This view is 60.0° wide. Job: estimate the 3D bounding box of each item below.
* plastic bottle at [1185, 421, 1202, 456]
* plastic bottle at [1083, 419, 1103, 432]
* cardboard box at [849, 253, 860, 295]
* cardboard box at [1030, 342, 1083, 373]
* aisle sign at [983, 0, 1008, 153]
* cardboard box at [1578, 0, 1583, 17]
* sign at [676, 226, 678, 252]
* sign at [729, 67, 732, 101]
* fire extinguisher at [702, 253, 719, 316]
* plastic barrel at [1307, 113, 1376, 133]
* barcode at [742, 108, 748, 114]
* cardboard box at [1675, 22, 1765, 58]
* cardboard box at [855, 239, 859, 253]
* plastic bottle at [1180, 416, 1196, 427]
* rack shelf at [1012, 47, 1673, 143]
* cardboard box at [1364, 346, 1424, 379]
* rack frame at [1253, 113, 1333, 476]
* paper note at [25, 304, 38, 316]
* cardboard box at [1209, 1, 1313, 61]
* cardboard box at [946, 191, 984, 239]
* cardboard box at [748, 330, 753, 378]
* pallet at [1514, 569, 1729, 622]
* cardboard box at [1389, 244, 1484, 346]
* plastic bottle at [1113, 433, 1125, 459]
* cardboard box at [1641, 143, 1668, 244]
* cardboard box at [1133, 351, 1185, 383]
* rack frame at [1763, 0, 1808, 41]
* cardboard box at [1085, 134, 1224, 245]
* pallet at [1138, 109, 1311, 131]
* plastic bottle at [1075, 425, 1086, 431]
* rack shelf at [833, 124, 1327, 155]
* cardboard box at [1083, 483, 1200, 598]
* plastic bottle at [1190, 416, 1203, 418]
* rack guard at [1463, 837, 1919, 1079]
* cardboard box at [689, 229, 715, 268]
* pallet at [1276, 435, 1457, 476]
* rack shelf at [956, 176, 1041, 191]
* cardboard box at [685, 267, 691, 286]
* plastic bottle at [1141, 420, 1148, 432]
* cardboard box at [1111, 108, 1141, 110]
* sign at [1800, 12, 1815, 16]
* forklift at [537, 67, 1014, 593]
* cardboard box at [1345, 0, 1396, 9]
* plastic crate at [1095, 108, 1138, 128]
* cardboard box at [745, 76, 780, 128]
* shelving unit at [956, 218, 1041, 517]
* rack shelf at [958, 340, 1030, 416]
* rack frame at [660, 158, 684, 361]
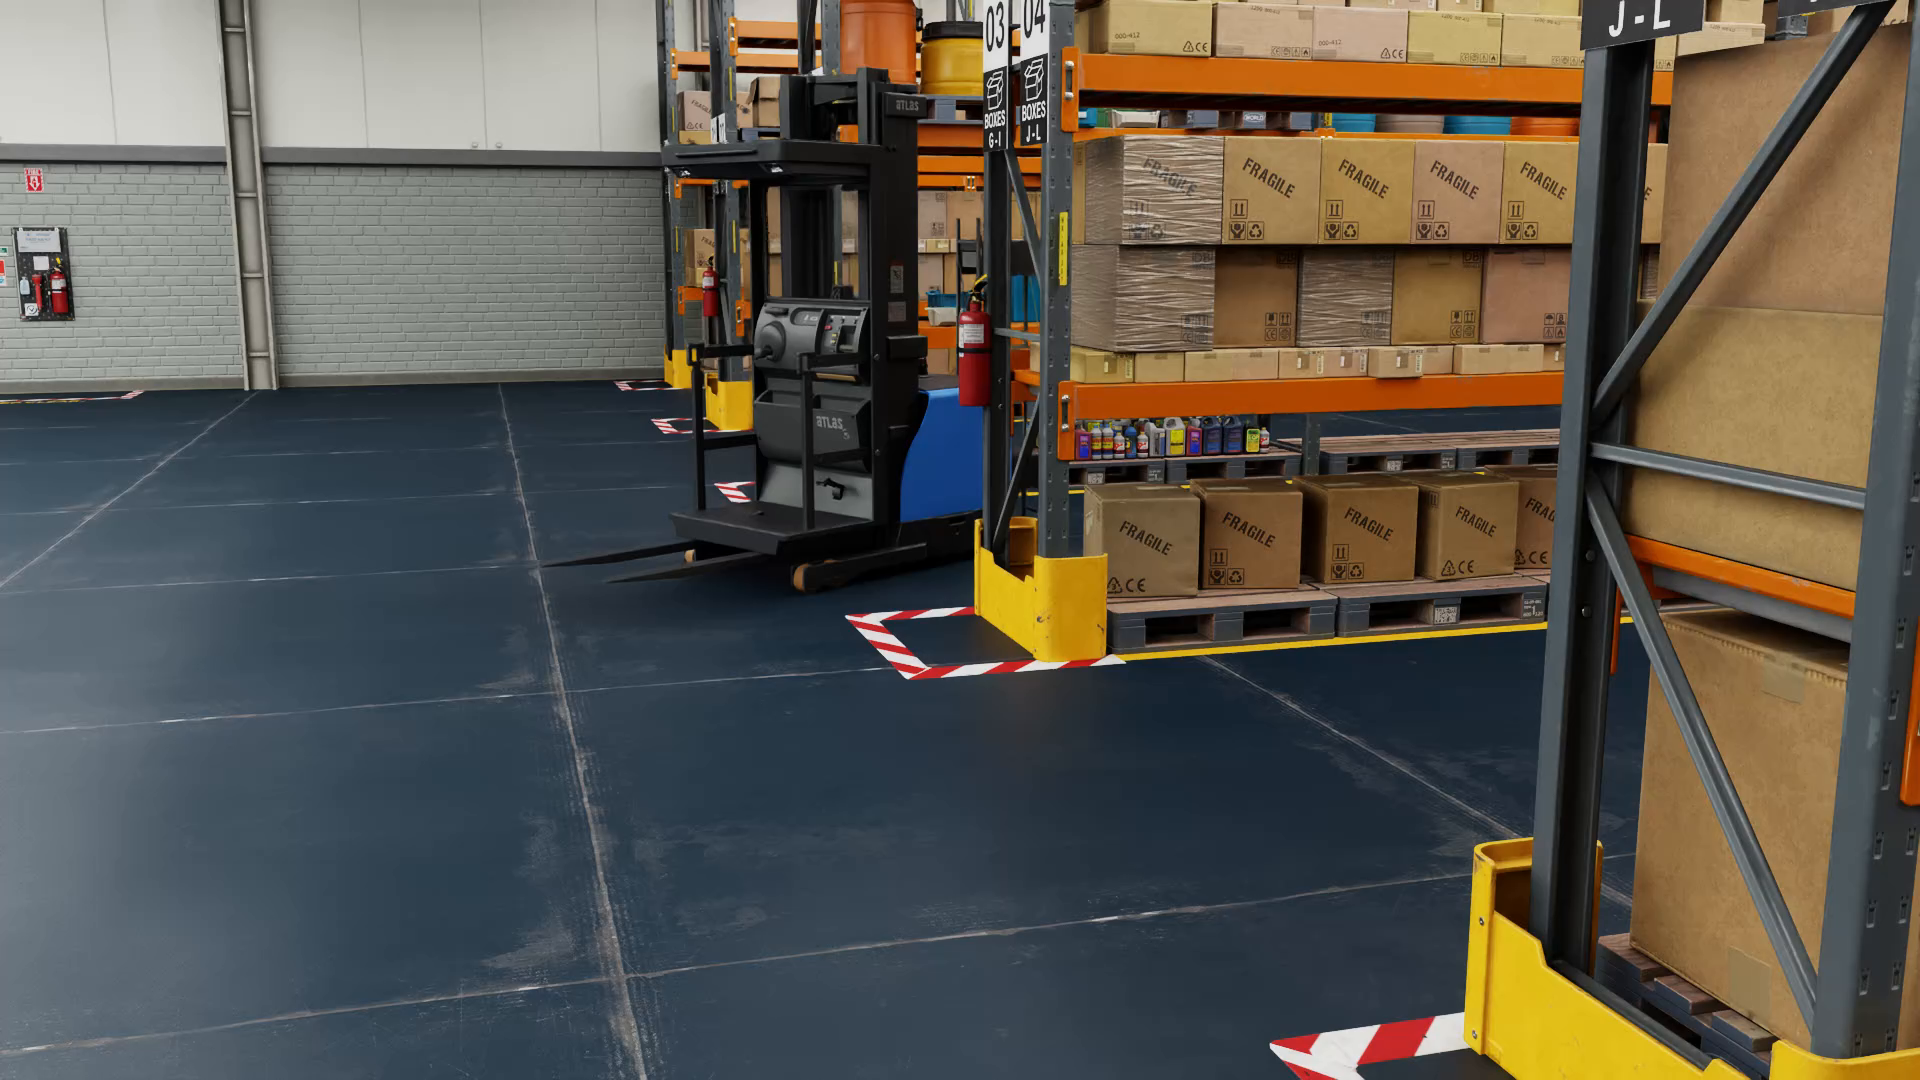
[{"bbox_3d":[1.907,-0.833,13.575,0.133,0.283,0.061,-2,11,-12],"label":"plastic bottle"},{"bbox_3d":[1.115,-0.965,14.105,0.185,0.351,0.144,-3,11,-14],"label":"plastic bottle"},{"bbox_3d":[-1.015,-2.842,17.921,0.500,0.500,0.700,-3,11,-16],"label":"cardboard box"},{"bbox_3d":[0.534,-0.924,8.474,0.250,0.149,0.380,-3,11,-16],"label":"cardboard box"},{"bbox_3d":[0.174,-2.325,8.209,0.004,0.787,0.394,-3,11,-16],"label":"aisle sign"},{"bbox_3d":[3.170,-2.687,8.384,0.250,0.149,0.380,-3,11,-18],"label":"cardboard box"},{"bbox_3d":[-3.684,-3.912,21.620,0.005,0.325,0.100,-3,11,-16],"label":"sign"},{"bbox_3d":[-2.298,-4.567,16.650,0.005,0.325,0.100,-3,11,-16],"label":"sign"},{"bbox_3d":[-2.691,-2.756,17.947,0.183,0.674,0.296,-3,11,-16],"label":"fire extinguisher"},{"bbox_3d":[3.201,-3.846,13.983,0.708,0.901,0.600,-3,11,-16],"label":"plastic barrel"},{"bbox_3d":[-2.293,-4.579,17.748,0.075,0.075,0.001,-3,11,-16],"label":"barcode"},{"bbox_3d":[3.793,-2.533,8.648,0.500,0.250,0.500,-3,11,-14],"label":"cardboard box"},{"bbox_3d":[-1.020,-3.123,17.656,0.250,0.149,0.380,-3,11,-18],"label":"cardboard box"},{"bbox_3d":[1.923,-0.980,14.189,0.185,0.351,0.144,-3,11,-16],"label":"plastic bottle"},{"bbox_3d":[2.238,-2.220,8.522,4.000,0.370,1.077,-3,11,-16],"label":"rack shelf"},{"bbox_3d":[2.125,-0.906,8.375,0.250,0.149,0.380,-3,11,-16],"label":"cardboard box"},{"bbox_3d":[2.774,-2.061,13.955,0.127,3.000,1.000,-3,11,-16],"label":"rack frame"},{"bbox_3d":[-11.739,-2.914,21.023,0.142,0.148,0.016,-3,11,-16],"label":"paper note"},{"bbox_3d":[1.346,-2.405,7.956,0.500,0.250,0.500,-3,11,-17],"label":"cardboard box"},{"bbox_3d":[0.003,-3.535,18.102,0.500,0.500,0.700,-3,11,-16],"label":"cardboard box"},{"bbox_3d":[-2.016,-2.021,18.105,0.500,0.500,0.500,-3,11,-16],"label":"cardboard box"},{"bbox_3d":[3.523,0.212,9.312,1.213,0.211,1.003,-3,11,-16],"label":"pallet"},{"bbox_3d":[2.275,-1.303,8.742,0.500,0.500,0.875,-3,11,-16],"label":"cardboard box"},{"bbox_3d":[1.281,-0.763,13.422,0.097,0.201,0.097,0,10,0],"label":"plastic bottle"},{"bbox_3d":[3.323,-1.791,8.629,0.500,0.500,0.500,-3,11,-16],"label":"cardboard box"},{"bbox_3d":[0.903,-0.856,8.105,0.250,0.149,0.380,-3,11,-16],"label":"cardboard box"},{"bbox_3d":[4.158,-4.150,8.735,0.127,3.000,1.000,-3,11,-16],"label":"rack frame"},{"bbox_3d":[0.922,-1.665,7.946,0.500,0.500,0.500,-3,11,-16],"label":"cardboard box"},{"bbox_3d":[2.108,-3.389,13.410,1.003,0.211,1.213,-3,11,-16],"label":"pallet"},{"bbox_3d":[1.010,-0.862,13.957,0.097,0.201,0.097,0,10,0],"label":"plastic bottle"},{"bbox_3d":[0.854,-3.081,13.199,4.000,0.370,1.077,-3,11,-16],"label":"rack shelf"},{"bbox_3d":[0.922,-0.003,8.523,0.500,0.500,0.500,-1,10,-5],"label":"cardboard box"},{"bbox_3d":[2.043,-0.976,14.373,0.135,0.276,0.152,-3,11,-14],"label":"plastic bottle"},{"bbox_3d":[1.584,1.101,3.687,0.348,0.500,1.175,-3,11,-16],"label":"rack guard"},{"bbox_3d":[-3.293,-3.857,22.002,0.500,0.500,0.500,-3,11,-16],"label":"cardboard box"},{"bbox_3d":[3.517,-0.736,14.460,1.213,0.211,1.003,-3,11,-16],"label":"pallet"},{"bbox_3d":[1.925,-5.005,23.653,4.000,0.370,1.077,-3,11,-16],"label":"rack shelf"},{"bbox_3d":[-3.441,-3.574,22.534,0.500,0.250,0.500,-3,11,-15],"label":"cardboard box"},{"bbox_3d":[1.554,-0.843,13.630,0.133,0.283,0.061,-3,11,-16],"label":"plastic bottle"},{"bbox_3d":[1.996,-4.923,18.402,0.500,0.500,0.500,-3,11,-15],"label":"cardboard box"},{"bbox_3d":[4.317,-2.835,8.449,0.005,0.325,0.100,-3,11,-16],"label":"sign"},{"bbox_3d":[-1.030,-1.245,9.712,1.130,2.935,3.031,10,14,43],"label":"forklift"},{"bbox_3d":[1.905,-2.628,8.067,0.250,0.149,0.380,-4,11,-19],"label":"cardboard box"},{"bbox_3d":[1.183,-3.399,13.526,0.450,0.188,0.336,-3,11,-16],"label":"plastic crate"},{"bbox_3d":[-1.895,-4.549,17.356,0.637,0.503,0.797,-2,11,-12],"label":"cardboard box"},{"bbox_3d":[0.281,-1.071,11.065,0.503,2.100,0.431,-4,11,-21],"label":"shelving unit"},{"bbox_3d":[0.281,-1.058,11.067,0.480,0.518,0.431,-4,11,-21],"label":"rack shelf"},{"bbox_3d":[-3.836,-3.580,22.210,0.127,3.000,1.000,-3,11,-16],"label":"rack frame"}]
